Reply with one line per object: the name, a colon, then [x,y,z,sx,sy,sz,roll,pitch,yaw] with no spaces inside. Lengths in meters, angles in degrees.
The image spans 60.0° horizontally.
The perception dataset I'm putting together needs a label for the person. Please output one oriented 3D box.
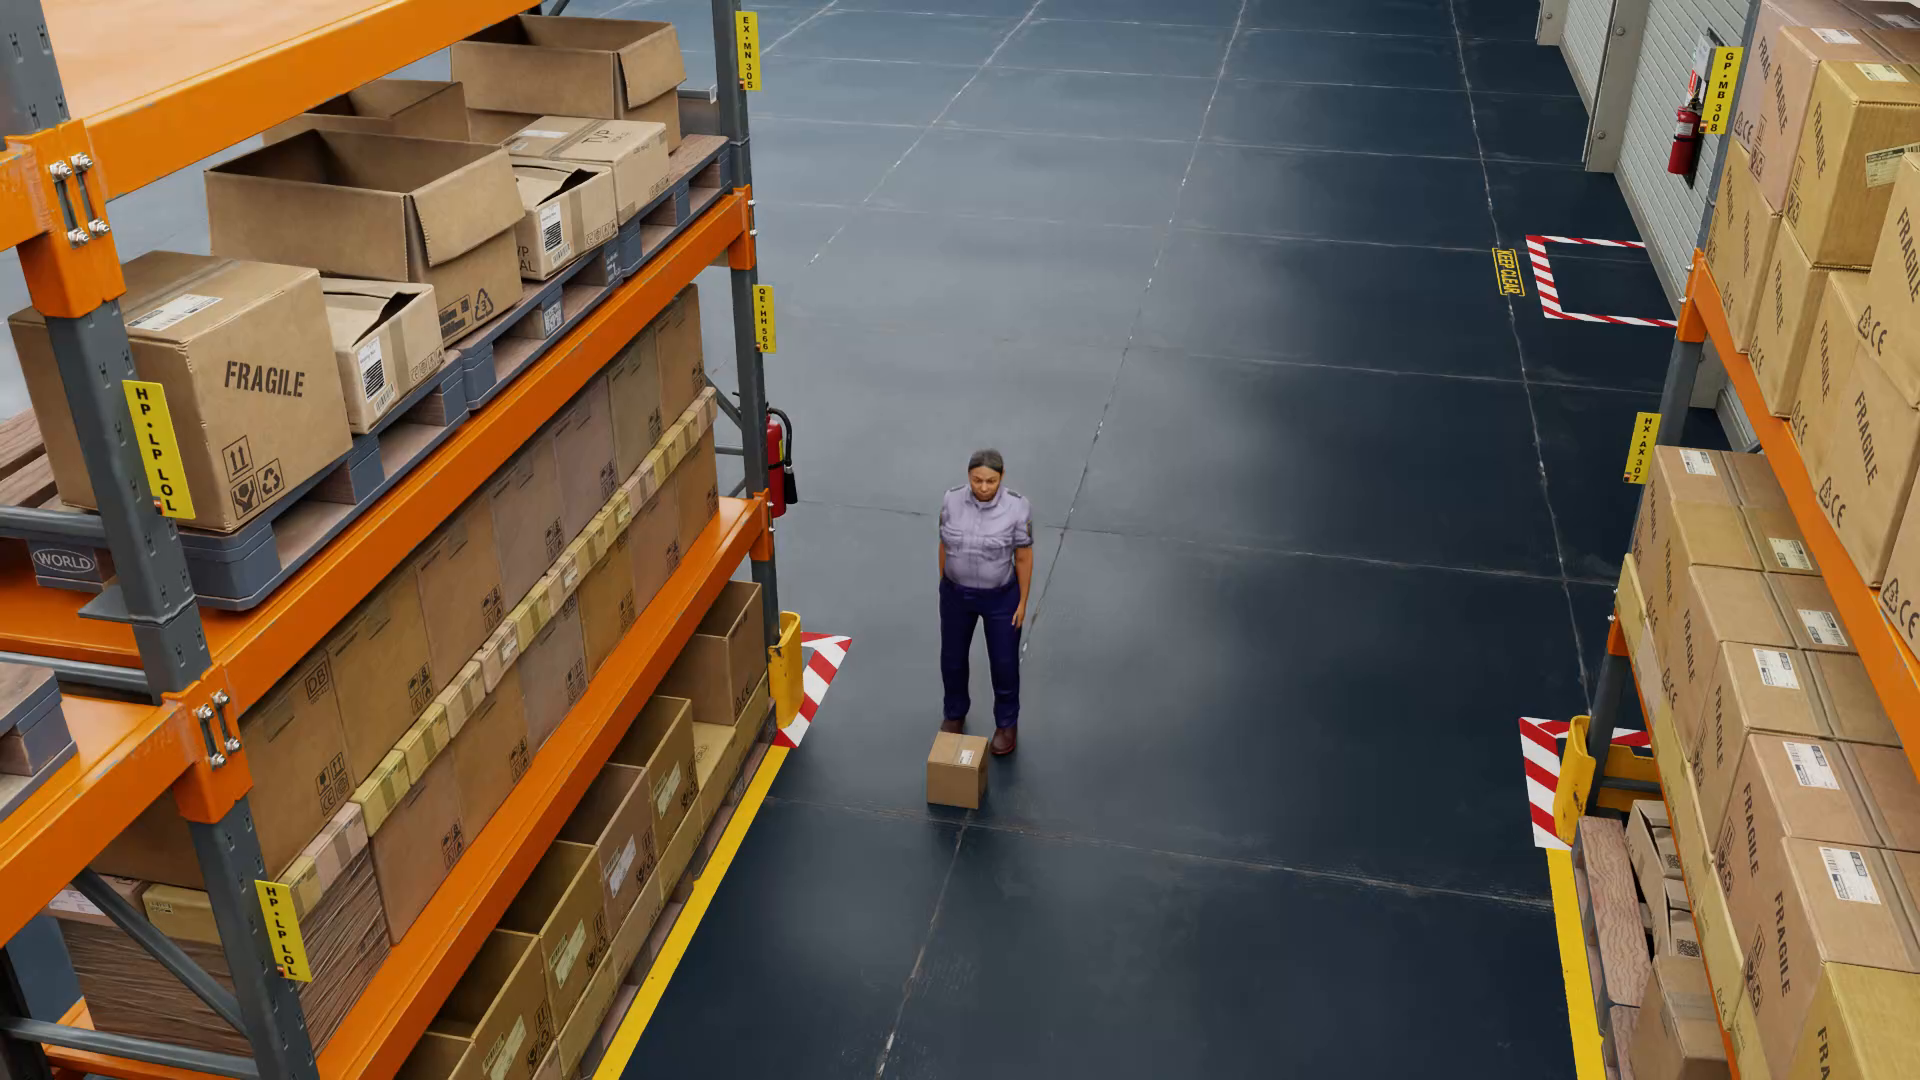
person: [0.119,0.291,8.114,0.470,1.648,0.341,7,30,12]
